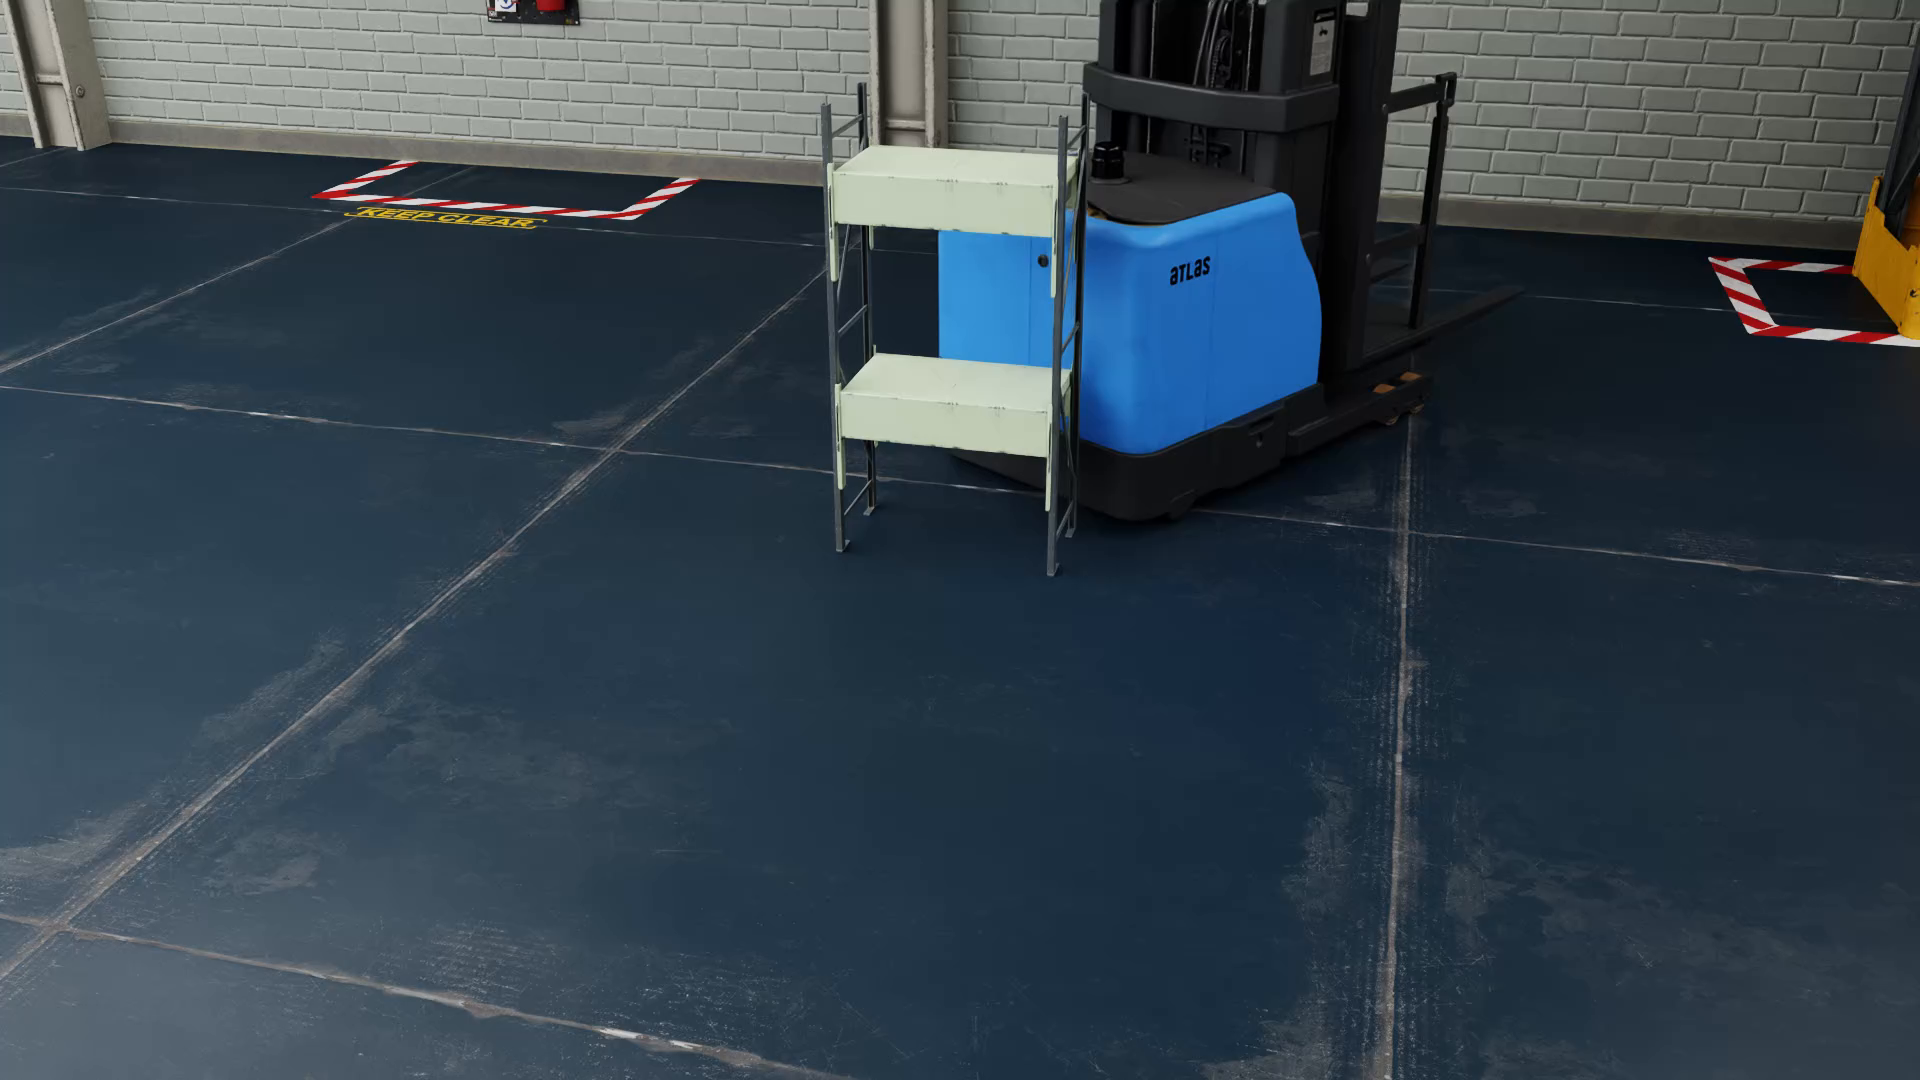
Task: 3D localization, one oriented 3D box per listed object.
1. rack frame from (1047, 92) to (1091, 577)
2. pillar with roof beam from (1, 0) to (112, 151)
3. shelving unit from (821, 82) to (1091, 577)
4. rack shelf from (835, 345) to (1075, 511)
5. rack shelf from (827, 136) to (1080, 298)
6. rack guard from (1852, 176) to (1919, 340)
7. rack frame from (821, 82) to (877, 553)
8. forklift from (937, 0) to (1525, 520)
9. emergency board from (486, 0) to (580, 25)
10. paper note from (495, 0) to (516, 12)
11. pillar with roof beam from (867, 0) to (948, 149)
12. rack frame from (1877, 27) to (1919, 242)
[{"bbox_3d":[0.348,-0.639,5.347,0.023,1.500,0.400,6,26,13],"label":"rack frame"},{"bbox_3d":[-7.186,-5.005,5.795,0.400,9.000,9.100,6,26,13],"label":"pillar with roof beam"},{"bbox_3d":[-0.006,-0.678,5.429,0.755,1.500,0.431,6,26,13],"label":"shelving unit"},{"bbox_3d":[-0.006,-0.384,5.569,0.720,0.370,0.431,6,26,13],"label":"rack shelf"},{"bbox_3d":[-0.006,-1.030,5.261,0.720,0.370,0.431,6,26,13],"label":"rack shelf"},{"bbox_3d":[4.689,-1.382,8.072,0.348,0.500,1.175,6,26,13],"label":"rack guard"},{"bbox_3d":[-0.361,-0.717,5.511,0.023,1.500,0.400,6,26,13],"label":"rack frame"},{"bbox_3d":[1.304,-1.926,6.385,1.130,2.935,3.031,23,34,40],"label":"forklift"},{"bbox_3d":[-2.686,-3.727,10.089,0.643,1.169,0.194,6,26,13],"label":"emergency board"},{"bbox_3d":[-2.841,-3.377,10.378,0.142,0.148,0.016,6,26,13],"label":"paper note"},{"bbox_3d":[-1.375,-4.363,4.445,0.400,9.000,9.100,6,26,13],"label":"pillar with roof beam"},{"bbox_3d":[4.615,-2.519,7.551,0.127,3.000,1.000,6,26,13],"label":"rack frame"}]
